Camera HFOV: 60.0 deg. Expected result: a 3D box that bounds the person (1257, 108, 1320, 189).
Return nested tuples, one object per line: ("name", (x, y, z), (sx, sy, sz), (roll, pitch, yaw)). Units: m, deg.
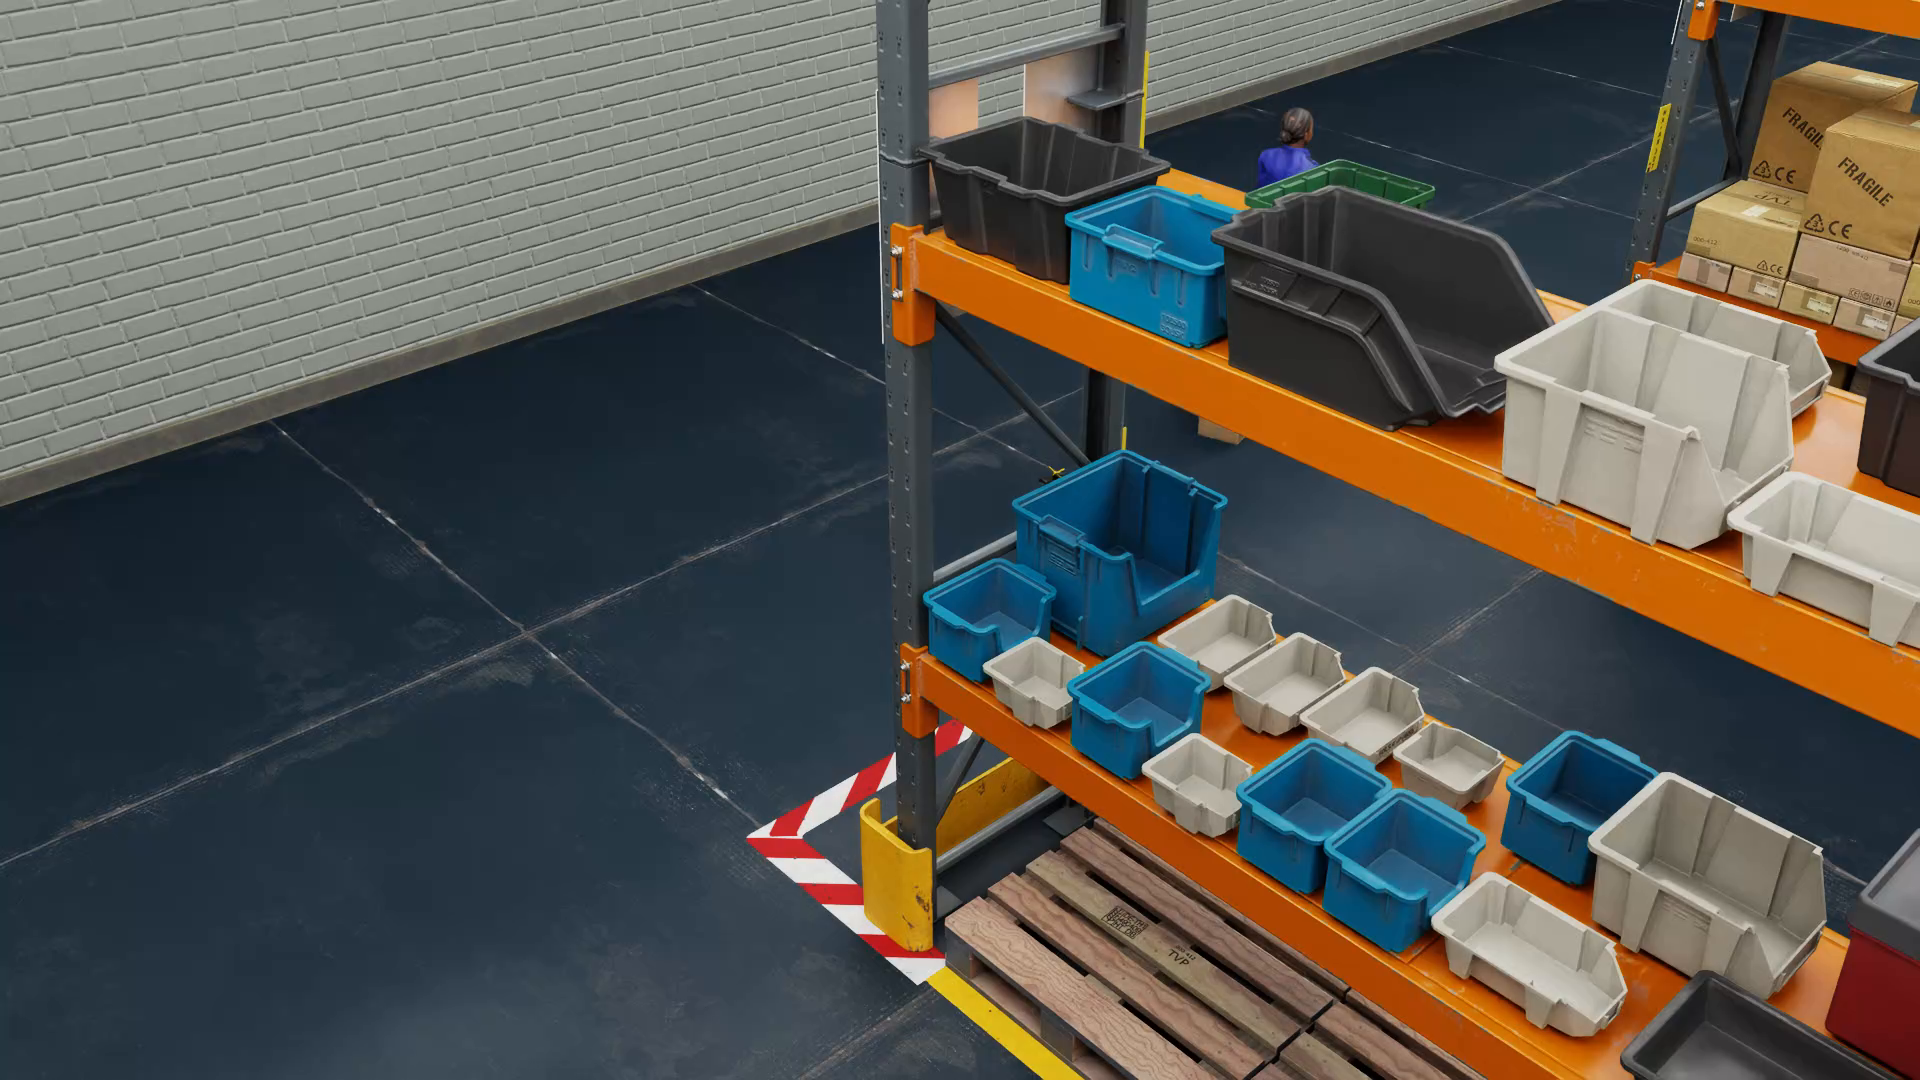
("person", (1.917, -1.768, 9.927), (0.467, 1.647, 0.505), (26, 40, 35))
